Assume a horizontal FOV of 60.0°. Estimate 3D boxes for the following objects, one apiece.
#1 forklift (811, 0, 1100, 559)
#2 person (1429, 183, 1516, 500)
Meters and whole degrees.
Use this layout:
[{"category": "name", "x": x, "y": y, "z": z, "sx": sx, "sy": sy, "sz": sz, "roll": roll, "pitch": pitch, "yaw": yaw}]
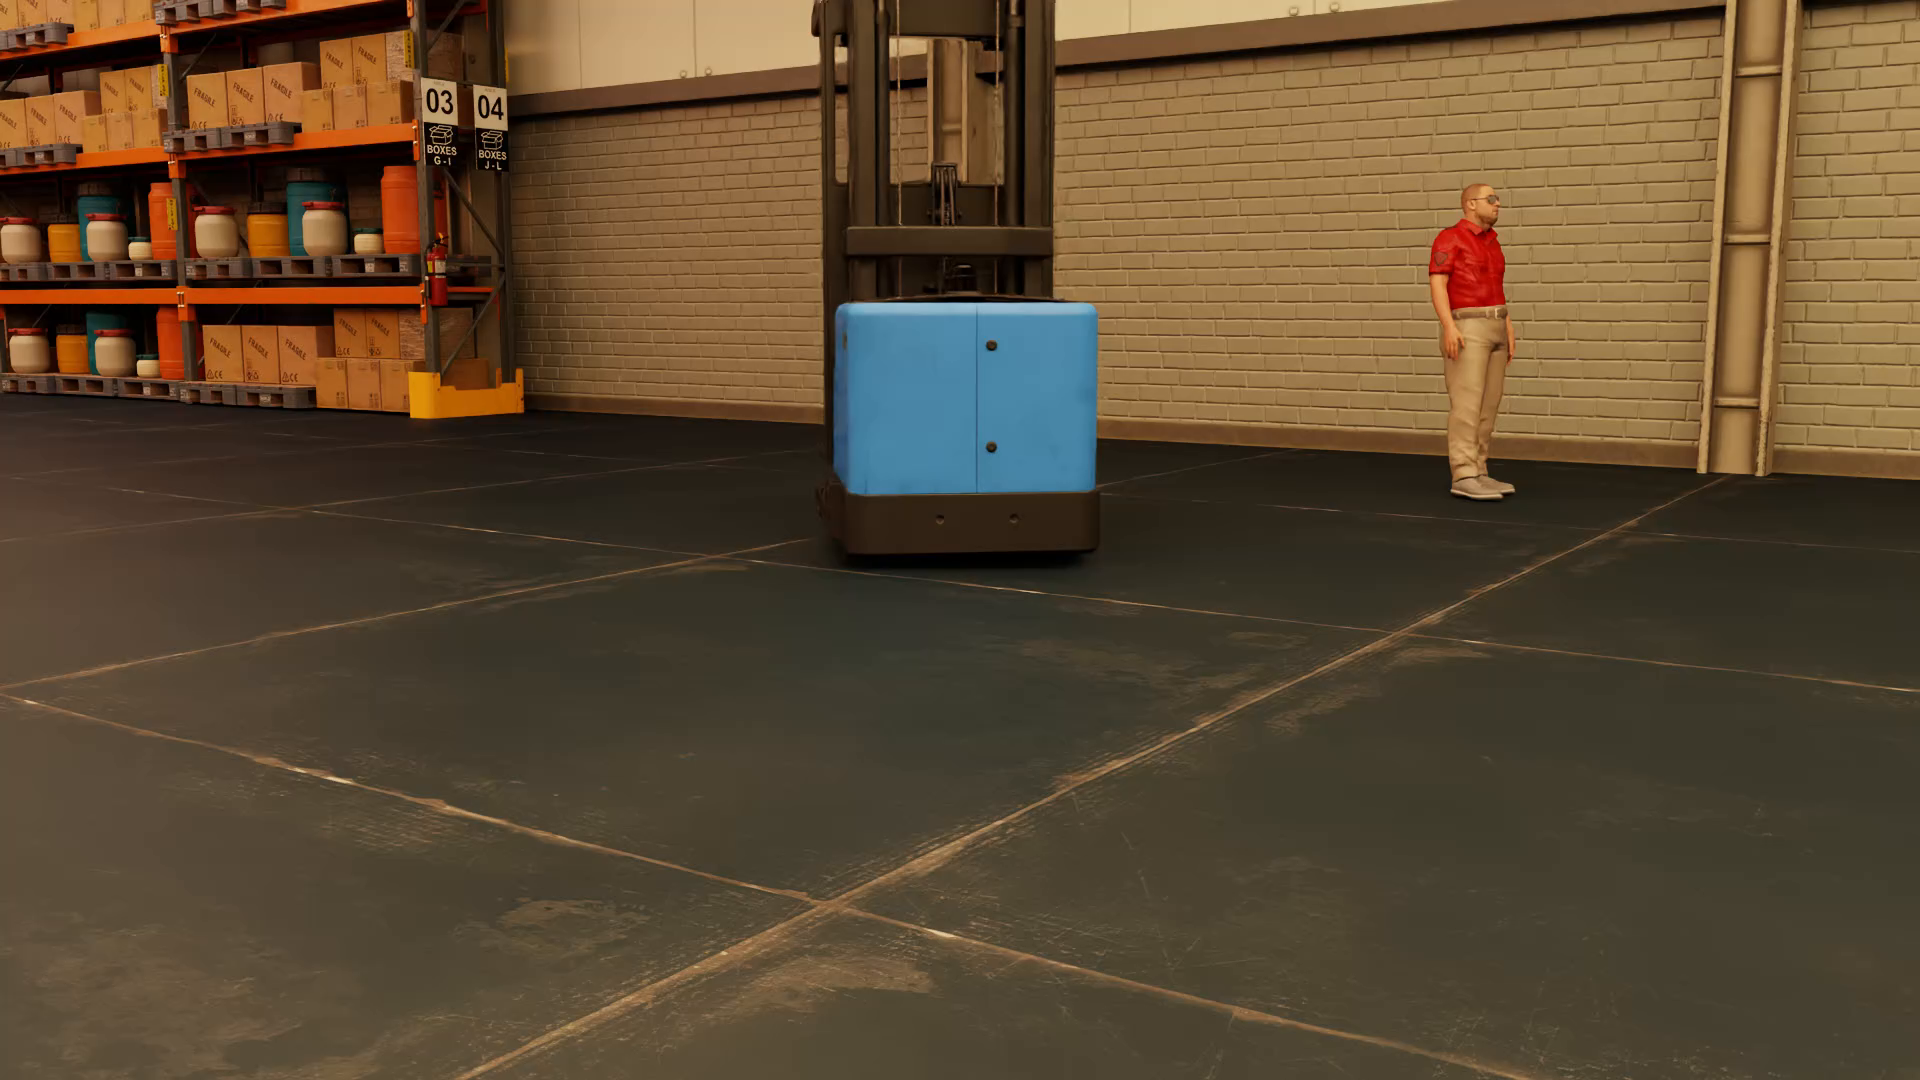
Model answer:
[{"category": "forklift", "x": -0.138, "y": -1.541, "z": 8.026, "sx": 1.130, "sy": 2.935, "sz": 3.031, "roll": -1, "pitch": 8, "yaw": -8}, {"category": "person", "x": 2.954, "y": -1.118, "z": 9.277, "sx": 0.638, "sy": 1.728, "sz": 0.552, "roll": -7, "pitch": 10, "yaw": -39}]
